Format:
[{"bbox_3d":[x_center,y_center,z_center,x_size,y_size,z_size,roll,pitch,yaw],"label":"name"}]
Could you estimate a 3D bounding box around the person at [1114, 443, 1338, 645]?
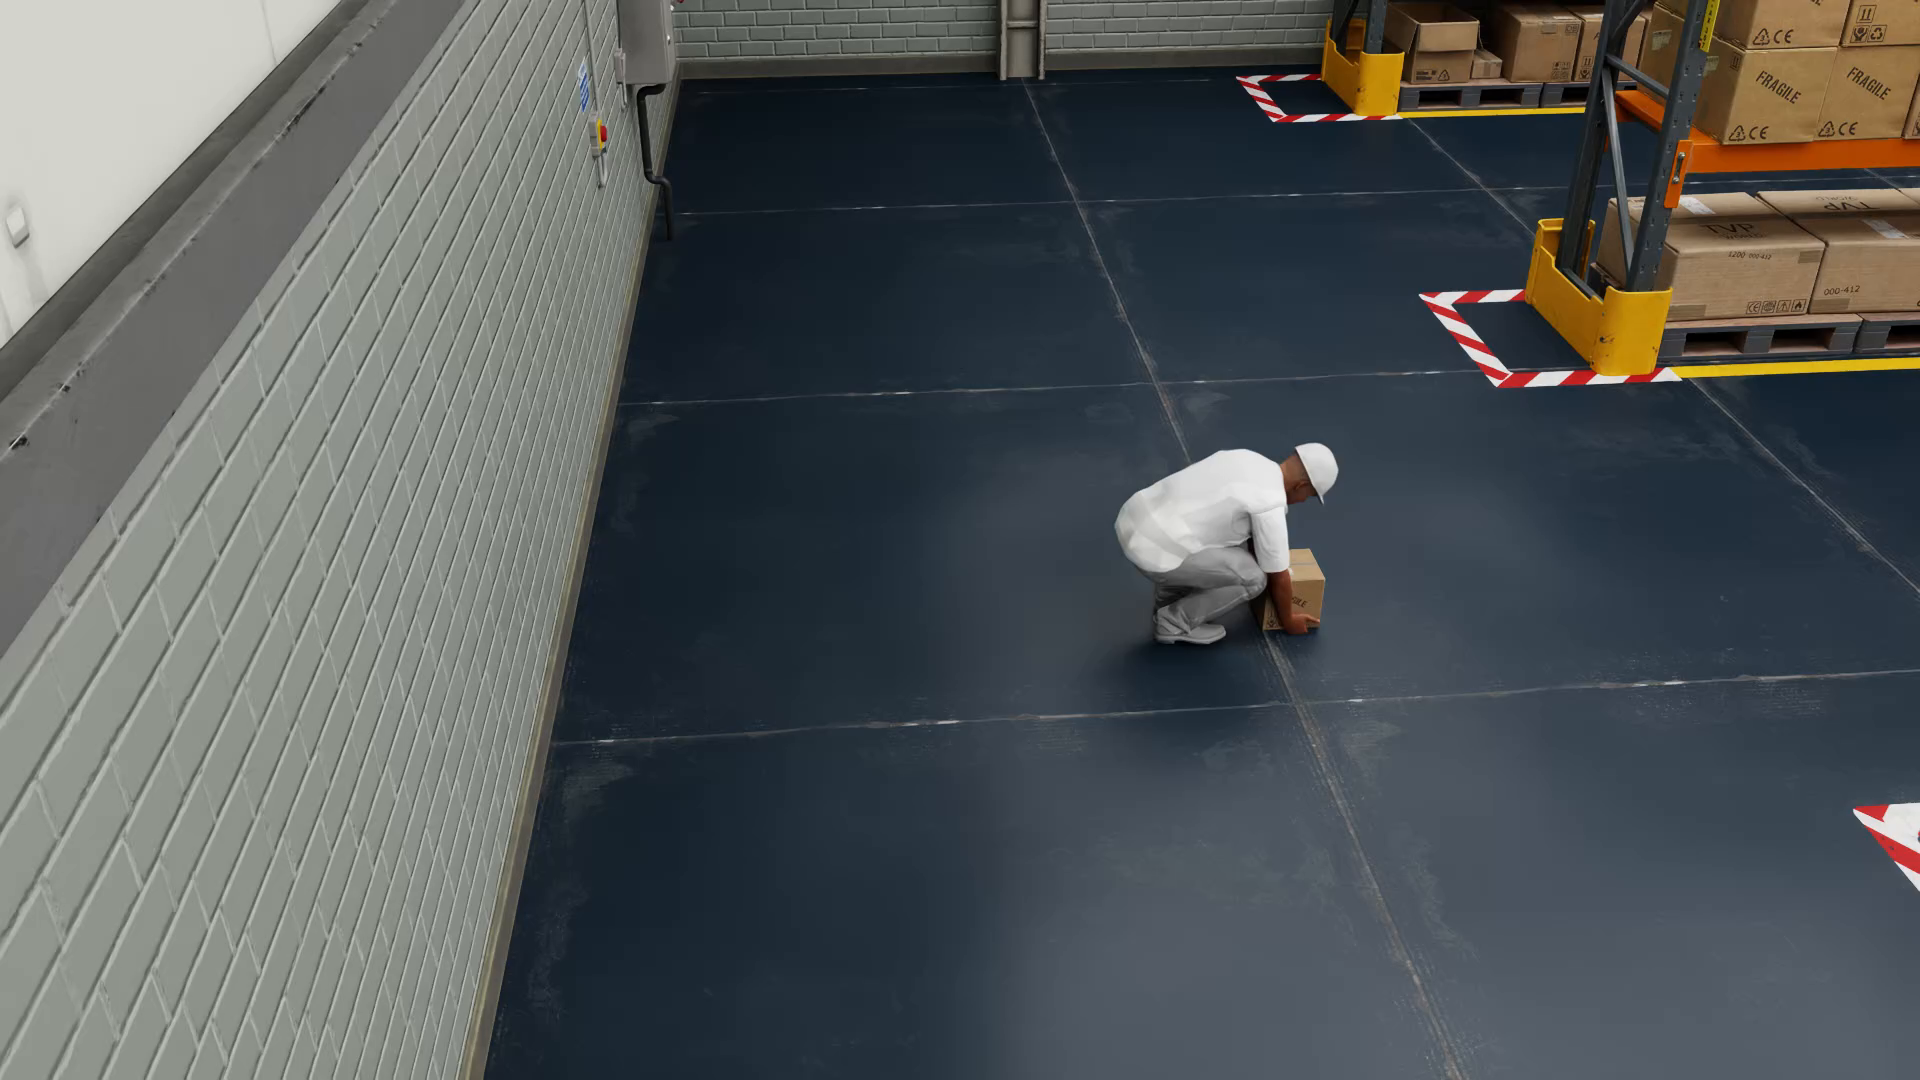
[{"bbox_3d":[1.124,0.017,7.091,0.937,0.879,0.544,-3,31,-5],"label":"person"}]
